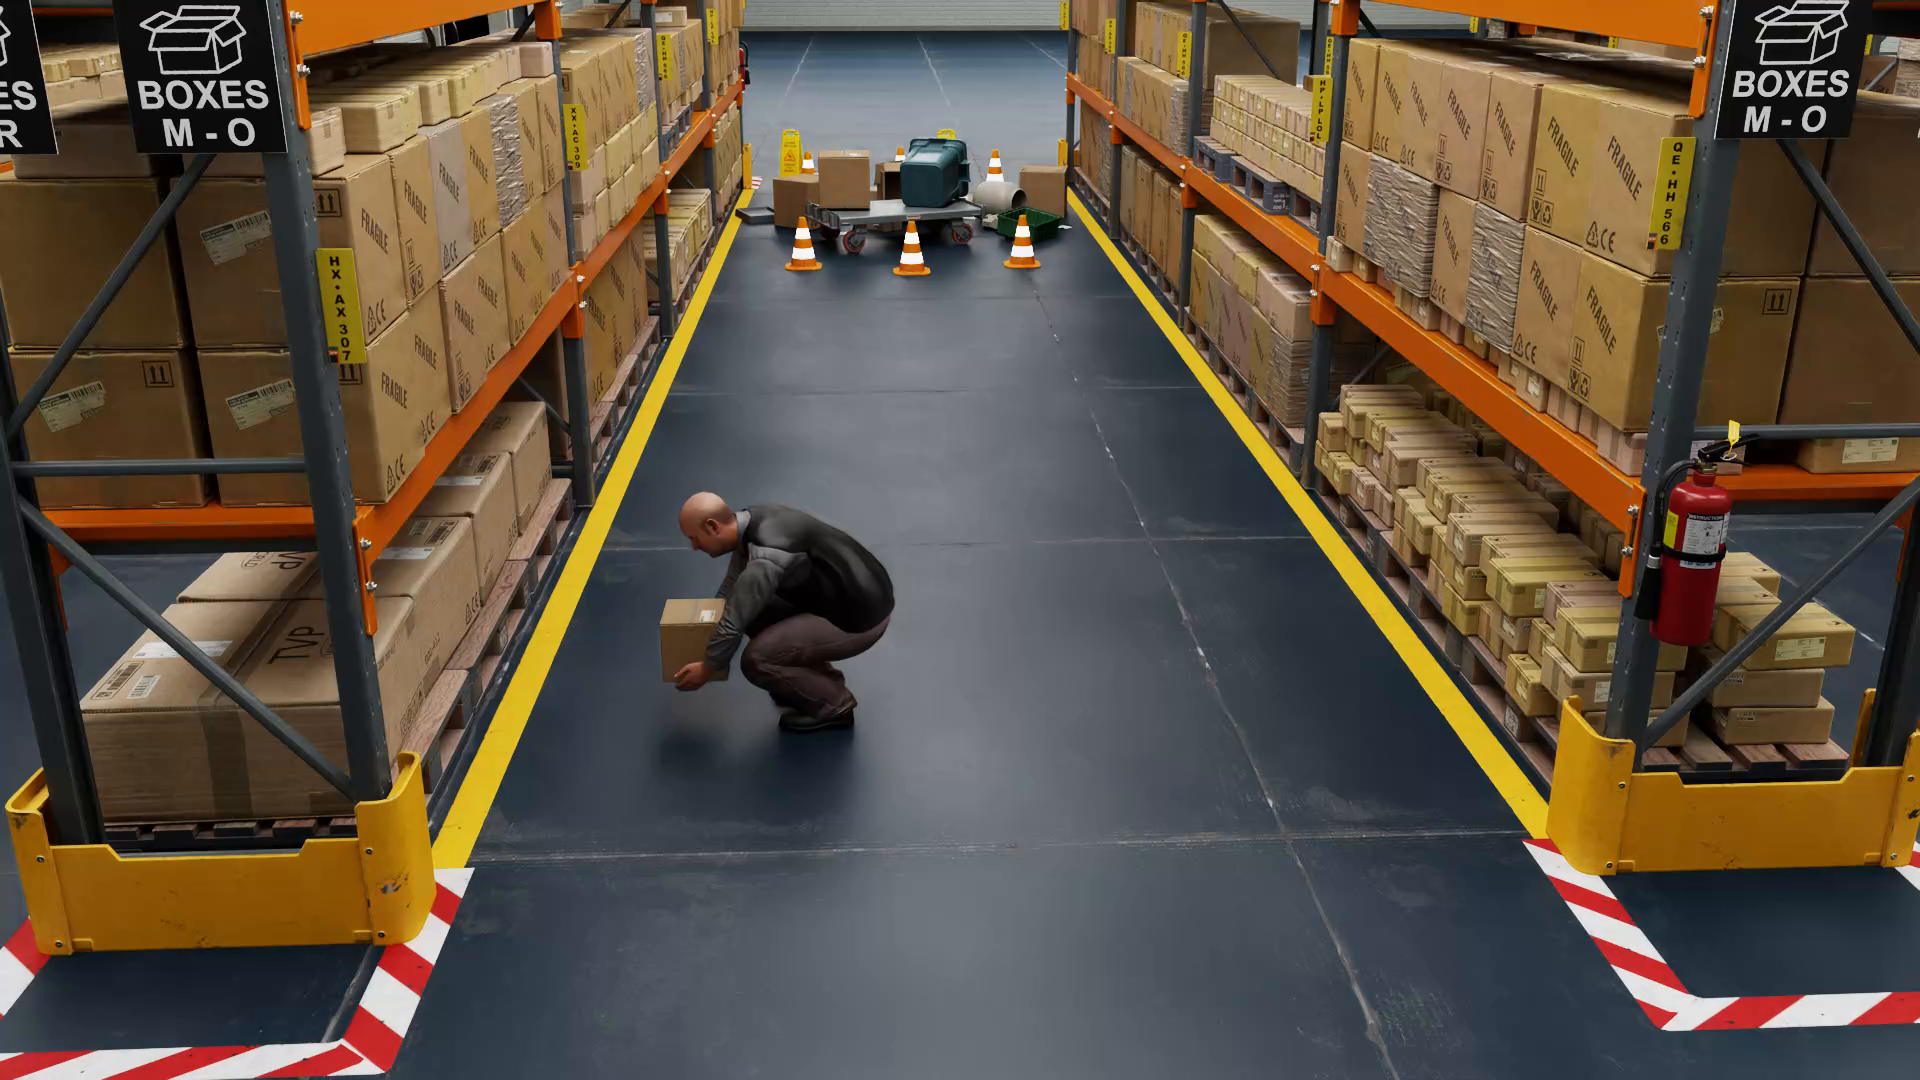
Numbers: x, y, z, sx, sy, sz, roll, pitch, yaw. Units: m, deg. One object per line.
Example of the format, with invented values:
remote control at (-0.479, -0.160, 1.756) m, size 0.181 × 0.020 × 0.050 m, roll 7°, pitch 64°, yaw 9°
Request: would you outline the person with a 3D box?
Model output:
person at (-0.693, 0.291, 6.543) m, size 0.874 × 0.886 × 0.531 m, roll -1°, pitch 20°, yaw -3°
